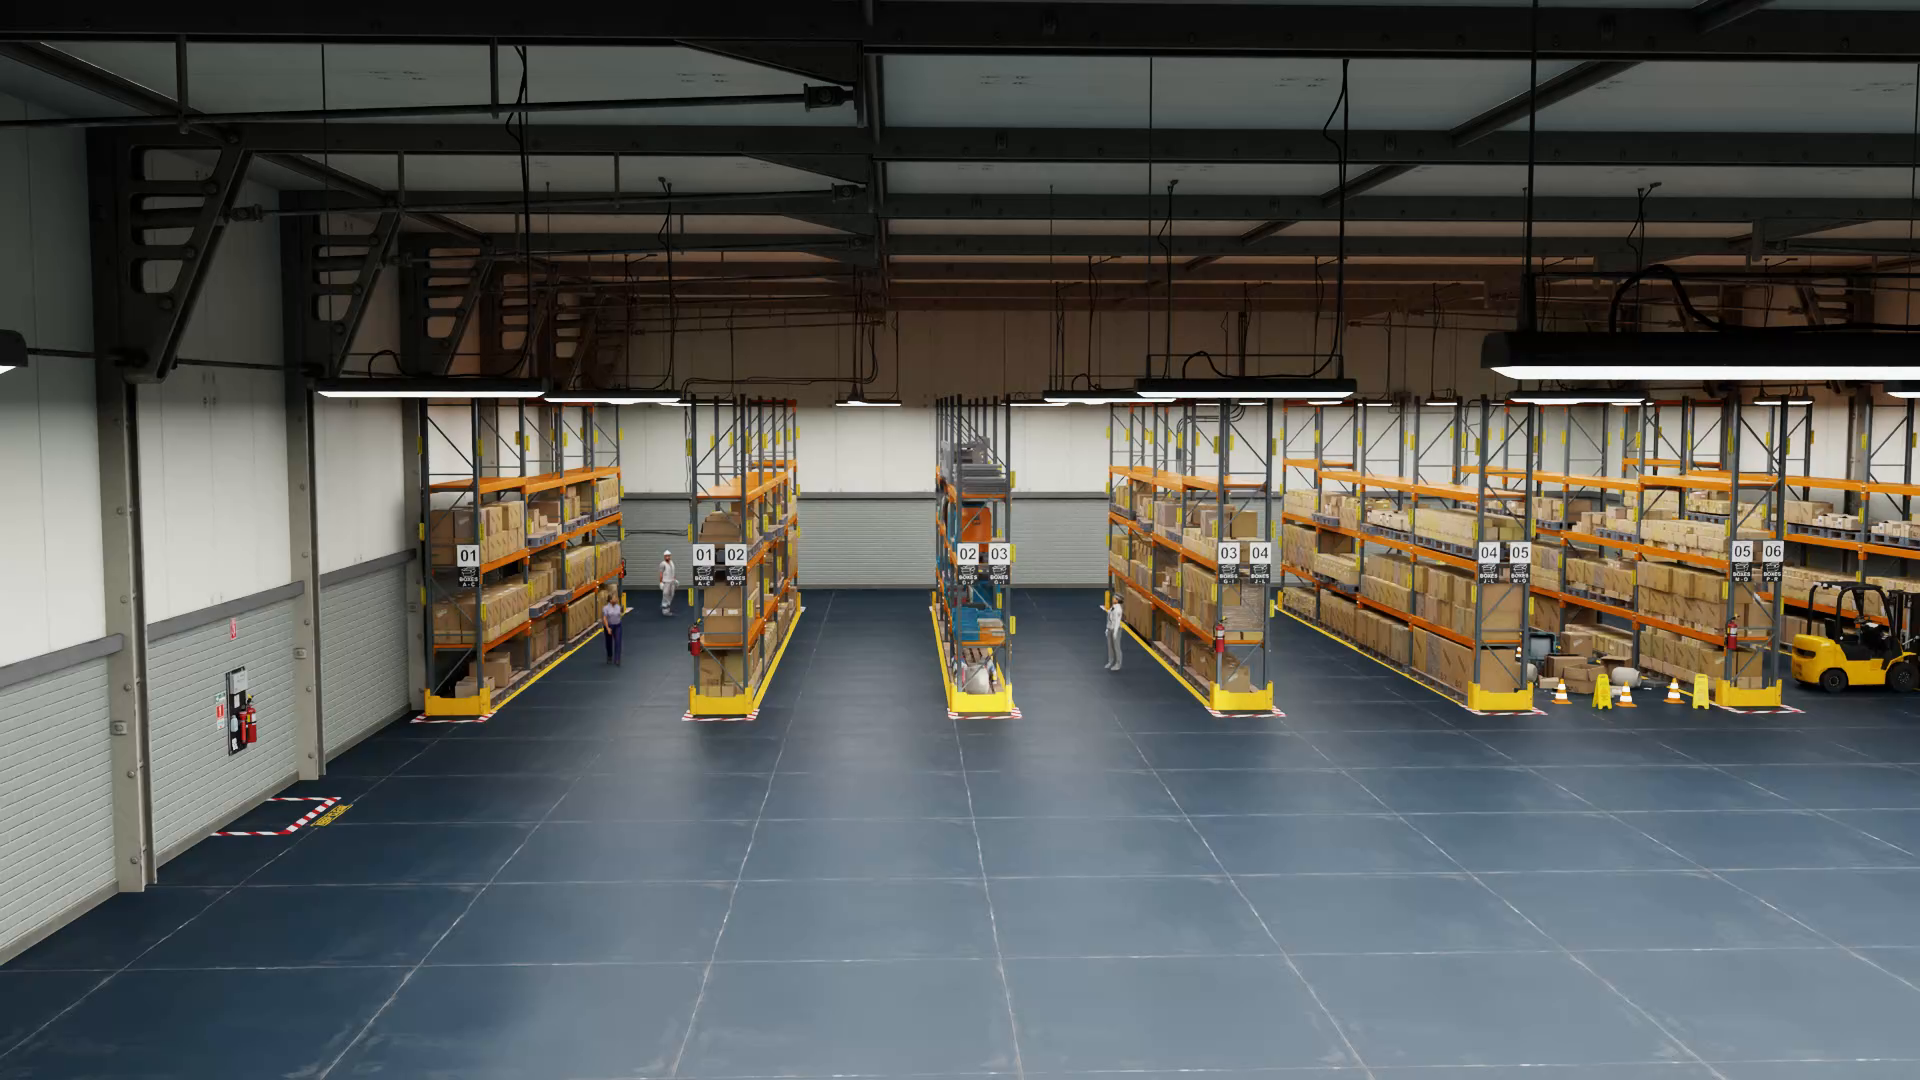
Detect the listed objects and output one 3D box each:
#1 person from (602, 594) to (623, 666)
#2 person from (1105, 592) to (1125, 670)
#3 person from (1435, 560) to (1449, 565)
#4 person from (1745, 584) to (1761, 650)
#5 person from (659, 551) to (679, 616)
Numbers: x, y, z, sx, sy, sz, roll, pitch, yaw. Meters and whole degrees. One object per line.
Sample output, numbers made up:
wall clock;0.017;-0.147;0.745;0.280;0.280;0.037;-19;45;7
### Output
person;-7.776;2.004;37.234;0.437;1.591;0.978;-1;5;-10
person;3.415;1.990;36.662;0.424;1.700;0.529;-2;5;-26
person;14.672;0.876;50.518;0.876;1.732;0.615;-1;5;-8
person;18.052;1.851;38.058;0.618;1.810;0.671;-1;5;-12
person;-8.080;1.214;46.158;0.437;1.839;0.539;1;5;17
